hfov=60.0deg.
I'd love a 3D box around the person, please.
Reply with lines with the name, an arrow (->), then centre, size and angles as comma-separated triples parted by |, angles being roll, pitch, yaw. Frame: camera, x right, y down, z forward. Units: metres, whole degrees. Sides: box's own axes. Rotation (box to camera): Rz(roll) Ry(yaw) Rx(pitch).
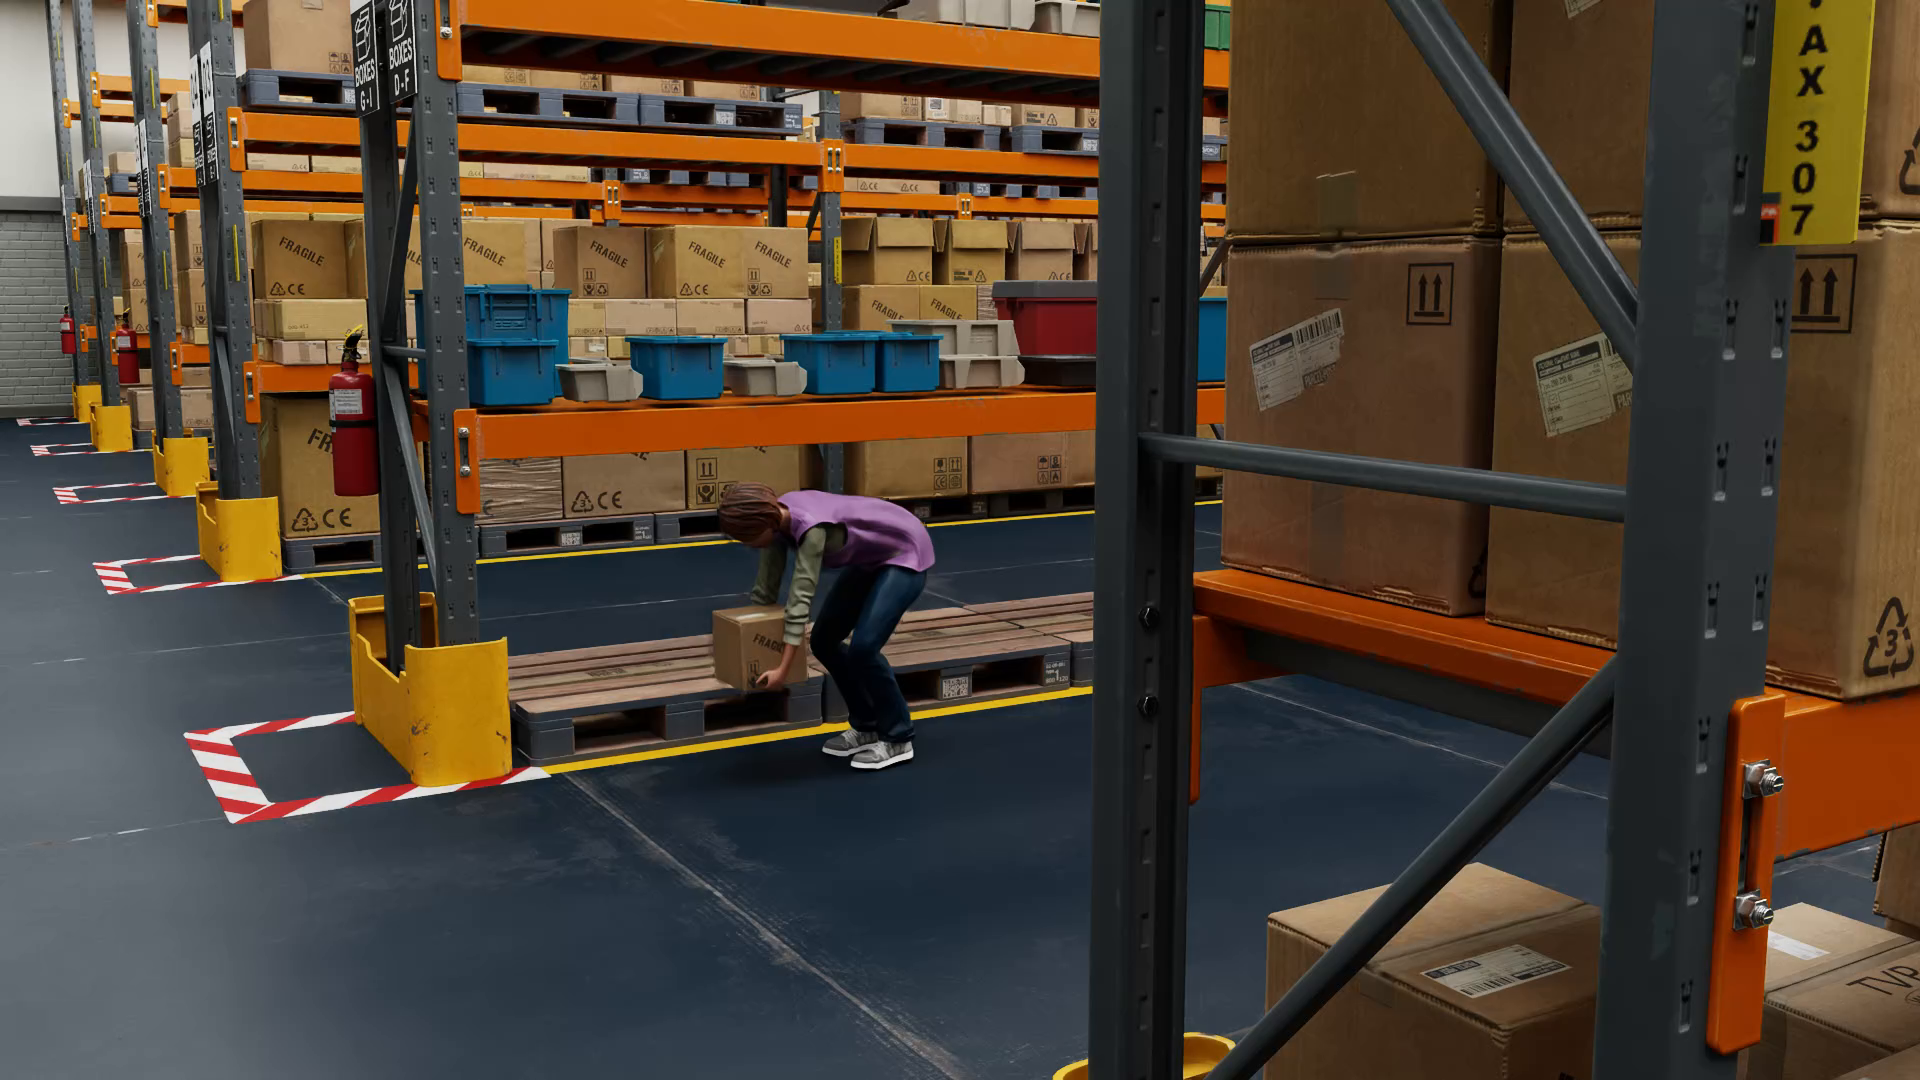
person -> -0.483, 0.308, 6.083 | 0.850, 1.073, 0.408 | -6, 10, -34
